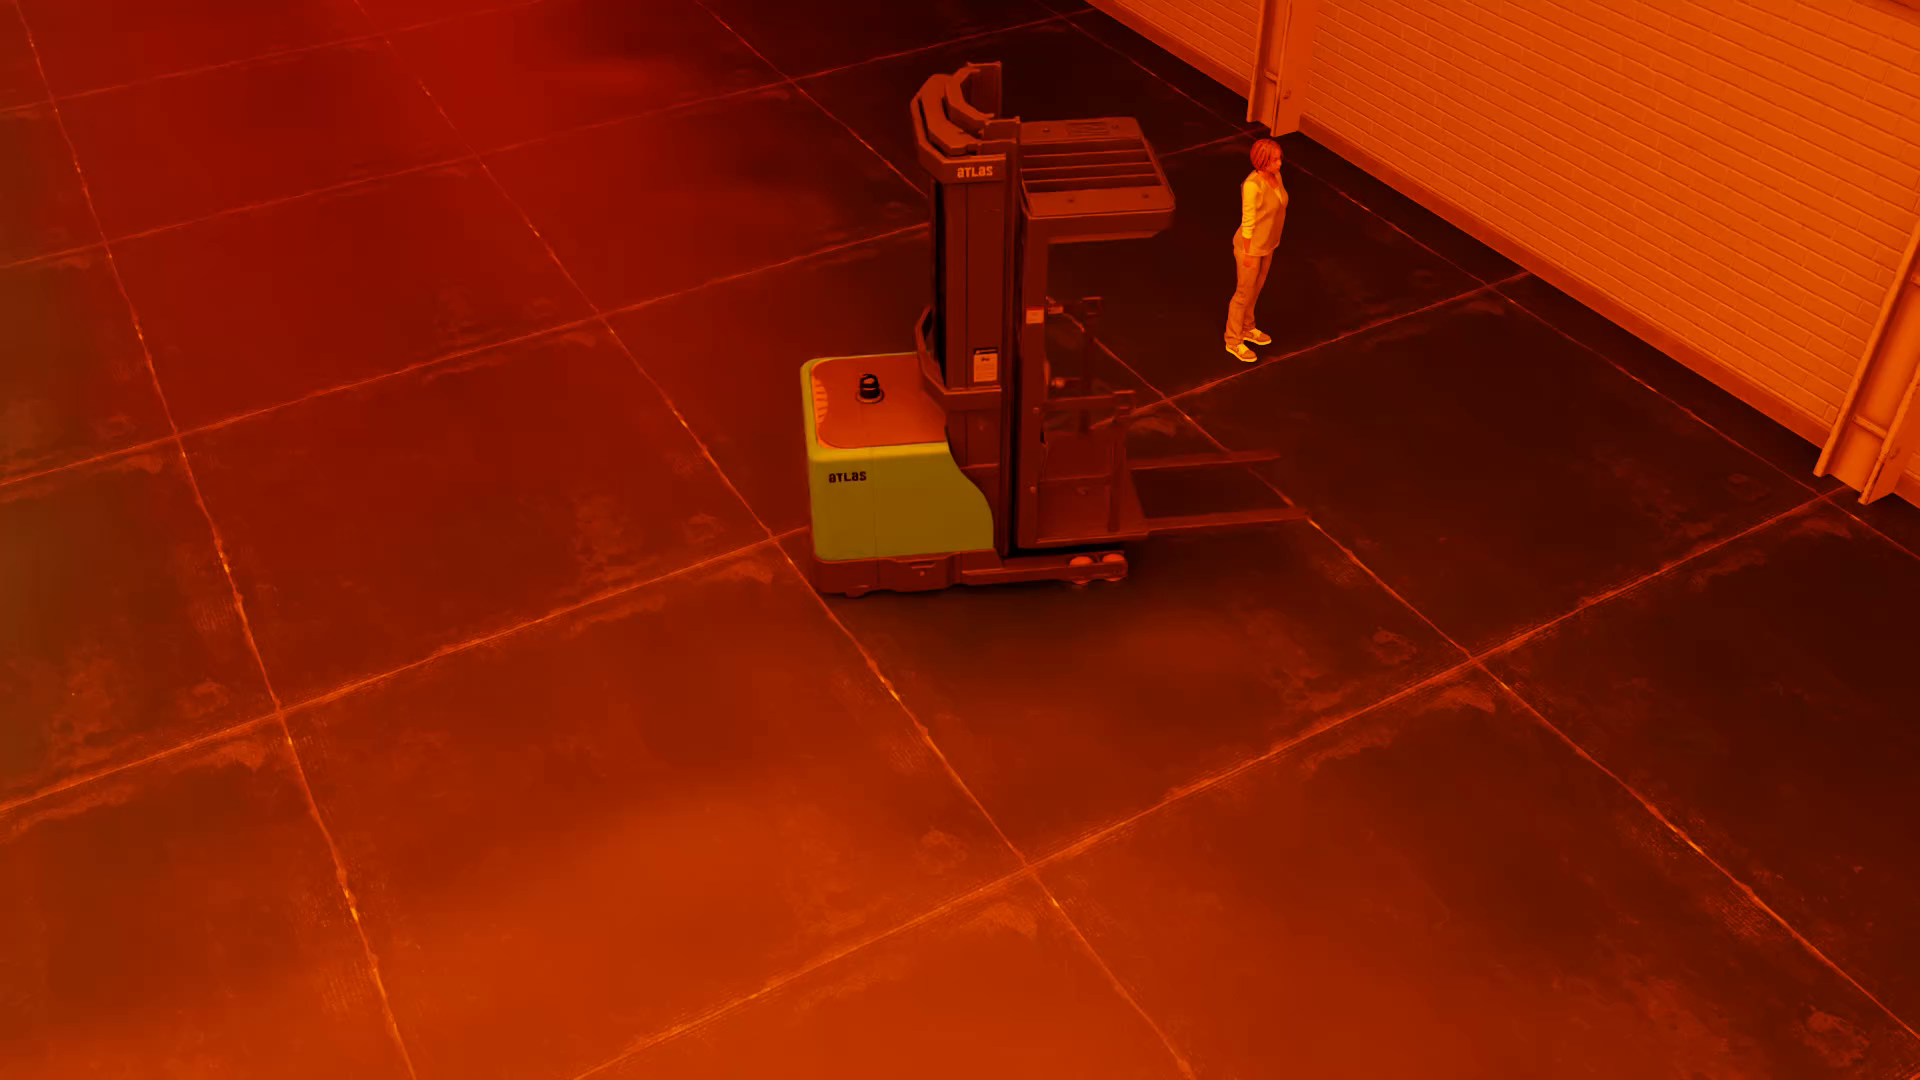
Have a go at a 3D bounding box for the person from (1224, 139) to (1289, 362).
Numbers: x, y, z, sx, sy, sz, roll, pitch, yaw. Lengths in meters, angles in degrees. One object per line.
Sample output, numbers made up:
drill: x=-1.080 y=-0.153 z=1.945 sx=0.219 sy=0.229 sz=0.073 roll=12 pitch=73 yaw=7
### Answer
person: x=2.064 y=-2.025 z=11.522 sx=0.330 sy=1.602 sz=0.409 roll=23 pitch=45 yaw=25

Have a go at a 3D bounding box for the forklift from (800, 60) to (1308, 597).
forklift: x=0.584 y=-1.198 z=9.480 sx=3.031 sy=2.935 sz=1.130 roll=-4 pitch=40 yaw=-5
